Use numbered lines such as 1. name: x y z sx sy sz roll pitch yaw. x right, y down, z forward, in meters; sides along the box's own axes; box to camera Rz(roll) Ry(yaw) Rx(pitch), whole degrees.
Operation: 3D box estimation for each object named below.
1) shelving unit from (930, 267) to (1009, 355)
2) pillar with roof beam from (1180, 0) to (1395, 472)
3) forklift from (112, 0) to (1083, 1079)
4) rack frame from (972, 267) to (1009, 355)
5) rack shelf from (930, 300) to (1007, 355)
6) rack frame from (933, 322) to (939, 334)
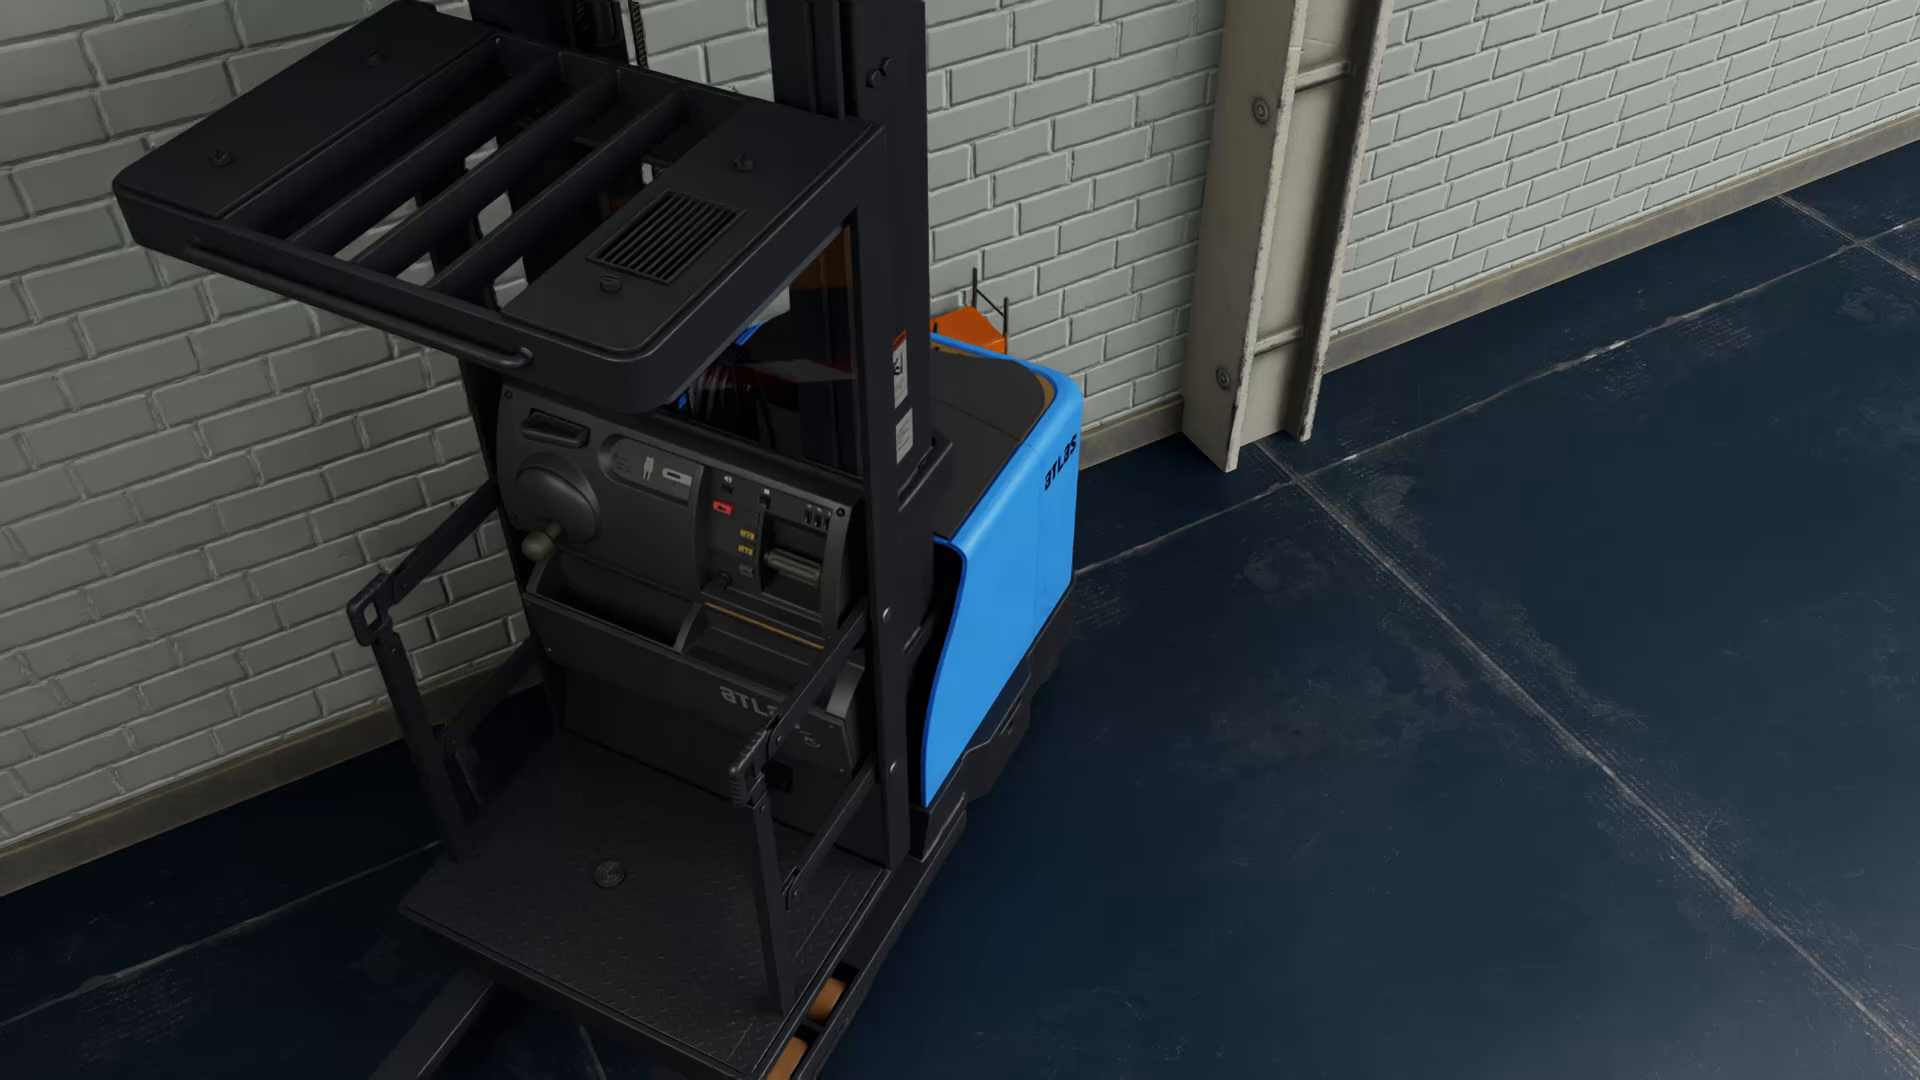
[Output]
1. shelving unit: -0.010 -0.357 5.363 0.252 1.050 0.215 -23 48 -21
2. pillar with roof beam: 3.196 -1.033 0.353 0.400 9.000 9.100 -22 48 -21
3. forklift: -0.753 0.026 3.619 1.130 2.935 3.031 19 47 19
4. rack frame: 0.095 -0.401 5.407 0.008 1.050 0.200 -23 48 -21
5. rack shelf: -0.011 -0.554 5.173 0.240 0.259 0.215 -23 48 -21
6. rack frame: -0.115 -0.313 5.318 0.008 1.050 0.200 -23 48 -21
